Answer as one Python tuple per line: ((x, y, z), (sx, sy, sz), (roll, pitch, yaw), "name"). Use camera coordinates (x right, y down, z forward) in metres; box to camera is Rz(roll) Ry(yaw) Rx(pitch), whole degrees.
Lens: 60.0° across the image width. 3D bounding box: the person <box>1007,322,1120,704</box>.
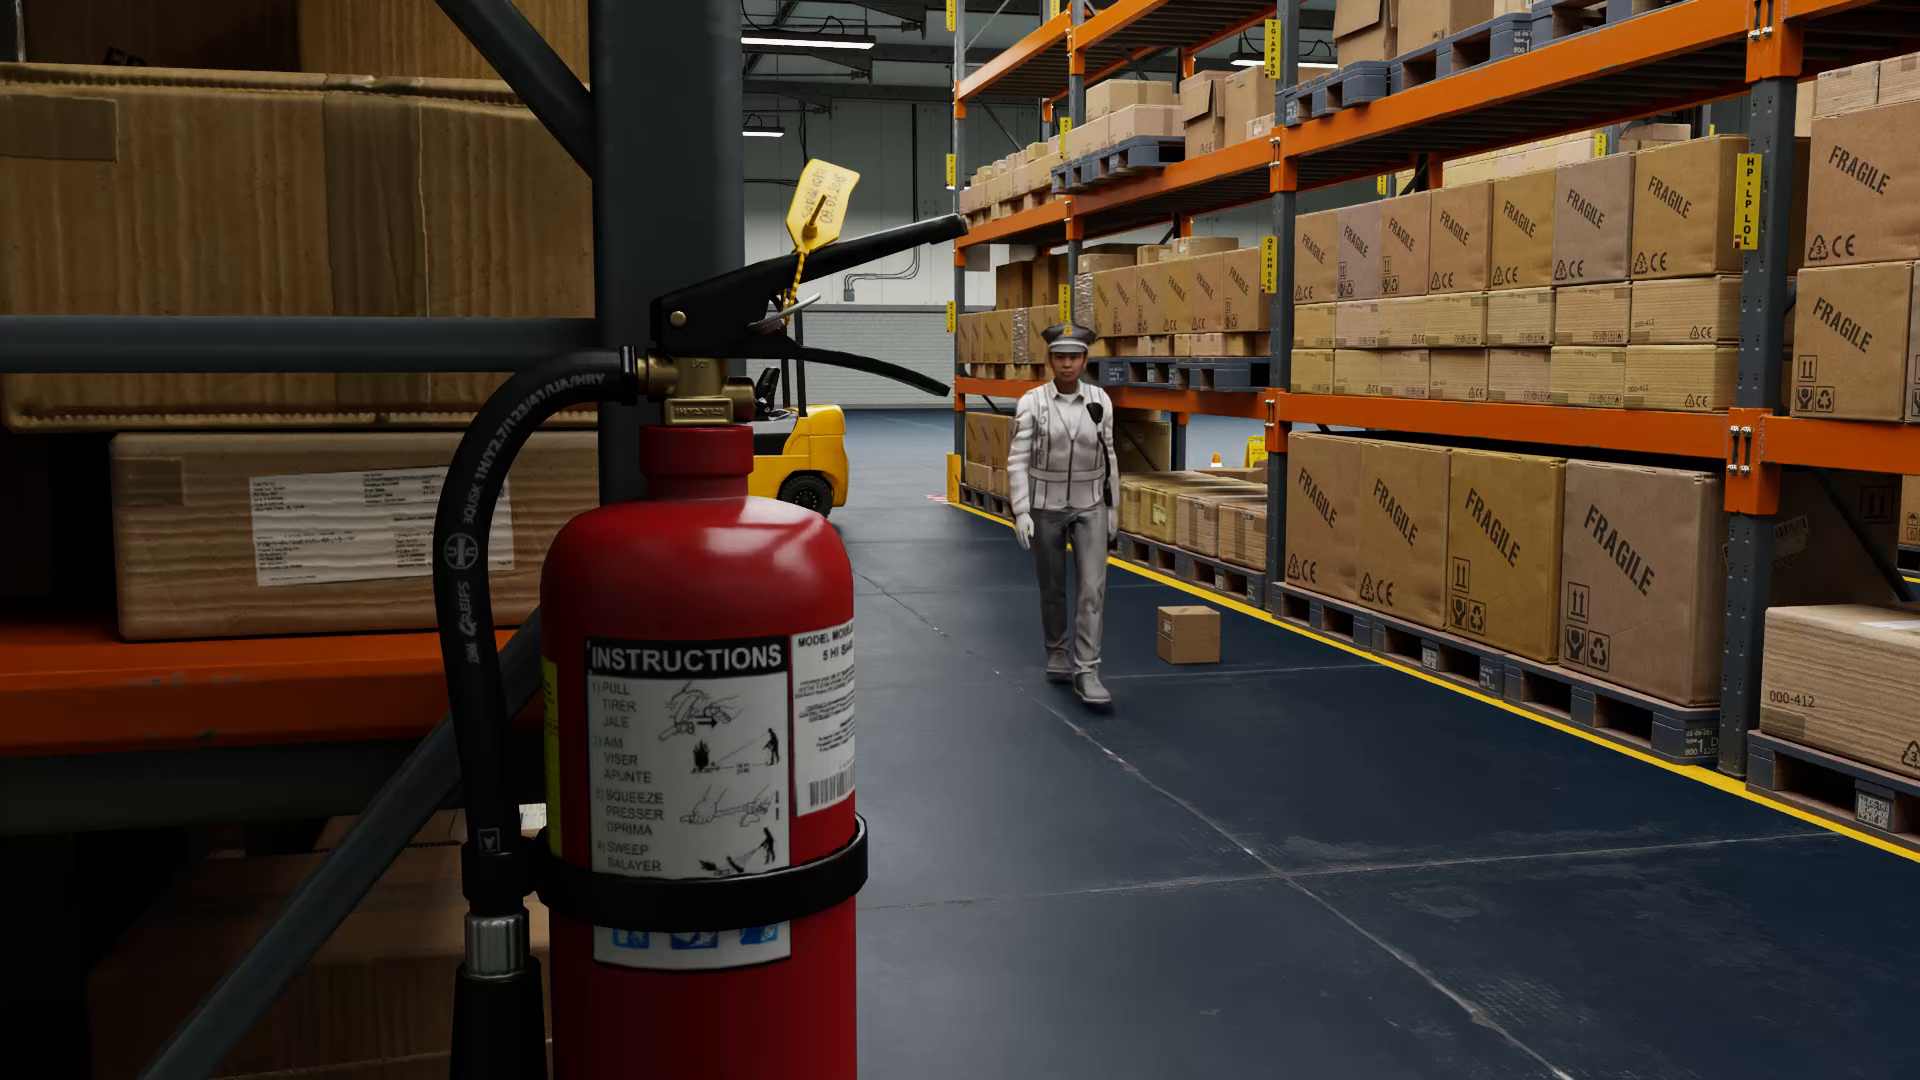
((0.462, -0.146, 7.354), (0.514, 1.616, 0.969), (0, 6, 1), "person")
